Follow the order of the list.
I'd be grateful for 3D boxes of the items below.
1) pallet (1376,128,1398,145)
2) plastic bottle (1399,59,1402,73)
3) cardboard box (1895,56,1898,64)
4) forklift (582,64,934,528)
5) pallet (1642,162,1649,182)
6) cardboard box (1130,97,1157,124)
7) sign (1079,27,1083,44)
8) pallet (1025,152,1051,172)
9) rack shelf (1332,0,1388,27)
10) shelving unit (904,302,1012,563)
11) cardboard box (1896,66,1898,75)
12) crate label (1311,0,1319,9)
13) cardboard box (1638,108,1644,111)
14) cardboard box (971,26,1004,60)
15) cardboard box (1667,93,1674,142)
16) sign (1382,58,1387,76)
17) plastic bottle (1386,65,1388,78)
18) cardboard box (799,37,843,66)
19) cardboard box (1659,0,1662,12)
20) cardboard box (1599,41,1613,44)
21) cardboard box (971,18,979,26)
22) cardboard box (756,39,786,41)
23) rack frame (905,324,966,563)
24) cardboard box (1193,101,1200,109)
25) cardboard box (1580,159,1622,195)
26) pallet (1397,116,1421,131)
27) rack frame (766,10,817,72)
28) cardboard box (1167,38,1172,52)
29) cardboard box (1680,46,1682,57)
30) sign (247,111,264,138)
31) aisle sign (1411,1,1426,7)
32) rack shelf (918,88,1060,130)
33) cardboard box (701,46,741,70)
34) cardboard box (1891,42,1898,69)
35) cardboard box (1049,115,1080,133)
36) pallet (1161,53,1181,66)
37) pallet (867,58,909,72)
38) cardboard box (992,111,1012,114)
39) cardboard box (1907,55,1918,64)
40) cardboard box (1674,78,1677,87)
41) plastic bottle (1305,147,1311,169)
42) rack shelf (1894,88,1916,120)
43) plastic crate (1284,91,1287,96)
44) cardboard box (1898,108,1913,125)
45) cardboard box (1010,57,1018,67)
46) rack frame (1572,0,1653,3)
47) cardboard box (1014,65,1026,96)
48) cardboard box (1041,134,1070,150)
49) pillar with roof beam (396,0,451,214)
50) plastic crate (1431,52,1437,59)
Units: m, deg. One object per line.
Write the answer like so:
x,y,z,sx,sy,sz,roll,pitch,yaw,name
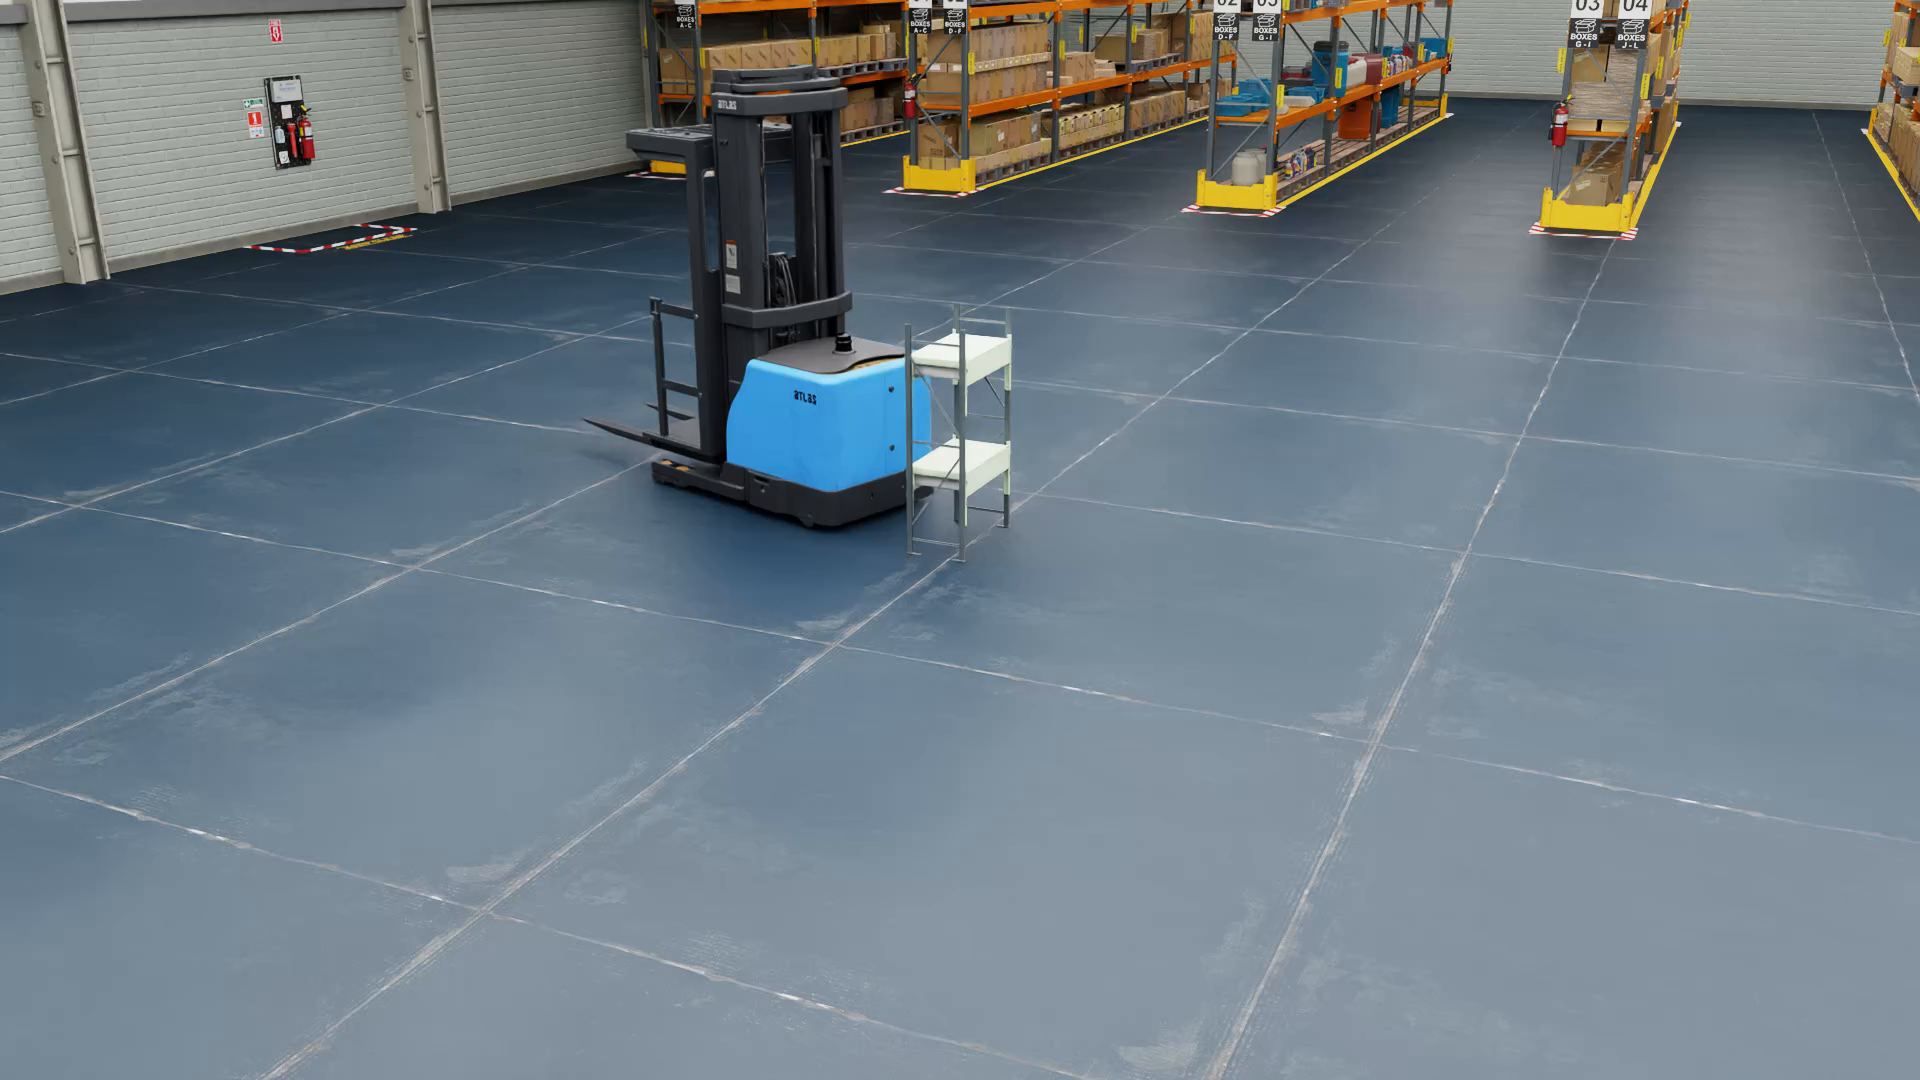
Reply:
8.251,-8.194,33.696,1.003,0.211,1.213,9,21,23,pallet
8.880,-9.624,33.738,0.152,0.276,0.135,9,21,23,plastic bottle
17.420,-8.805,30.554,0.380,0.149,0.250,8,21,22,cardboard box
-1.609,-1.862,11.830,3.031,2.935,1.130,17,26,40,forklift
11.161,-6.286,28.330,1.003,0.211,1.213,9,21,23,pallet
3.814,-9.014,34.912,0.500,0.500,0.500,8,21,22,cardboard box
2.449,-10.151,33.425,0.100,0.325,0.005,9,21,23,sign
0.946,-6.797,29.766,1.003,0.211,1.213,9,21,23,pallet
6.646,-9.353,29.388,1.077,0.370,4.000,9,21,23,rack shelf
-0.003,-0.705,10.712,0.431,1.500,0.755,9,21,23,shelving unit
17.206,-8.506,30.158,0.380,0.149,0.250,9,21,23,cardboard box
5.257,-8.315,25.617,0.502,0.251,0.408,9,21,23,crate label
9.898,-6.307,24.601,0.380,0.149,0.250,9,21,23,cardboard box
0.312,-8.256,27.623,0.700,0.500,0.500,9,21,23,cardboard box
13.013,-8.158,31.976,1.225,0.875,0.875,8,21,21,cardboard box
7.970,-8.894,31.256,0.100,0.325,0.005,9,21,23,sign
8.318,-9.170,32.450,0.061,0.283,0.133,9,21,23,plastic bottle
-2.736,-9.602,32.685,0.700,0.500,0.500,11,22,28,cardboard box
9.970,-7.840,24.285,0.500,0.250,0.500,8,21,22,cardboard box
8.907,-6.779,23.468,0.500,0.500,0.500,9,21,23,cardboard box
0.107,-11.844,38.055,0.500,0.250,0.500,9,22,24,cardboard box
-3.594,-9.204,31.446,0.500,0.500,0.500,8,21,21,cardboard box
-0.153,-0.593,10.397,0.400,1.500,0.023,9,21,23,rack frame
5.300,-10.030,38.268,0.380,0.166,0.250,9,21,23,cardboard box
9.466,-5.350,24.639,0.500,0.500,0.500,11,22,28,cardboard box
9.369,-9.029,36.042,1.003,0.211,1.213,9,21,23,pallet
-3.211,-9.027,31.874,1.000,3.000,0.127,9,21,23,rack frame
4.556,-11.029,37.354,0.500,0.500,0.500,9,21,24,cardboard box
15.303,-10.541,35.912,0.500,0.250,0.500,8,21,22,cardboard box
-9.176,-5.414,21.663,0.001,0.329,0.234,9,21,23,sign
10.499,-12.623,38.107,0.394,0.787,0.004,9,21,23,aisle sign
0.491,-7.398,28.367,1.077,0.370,4.000,9,21,23,rack shelf
-4.168,-8.350,29.047,0.500,0.500,0.500,9,21,23,cardboard box
18.464,-9.406,32.348,0.500,0.500,0.500,8,21,22,cardboard box
1.916,-7.759,30.950,0.500,0.311,0.500,8,21,22,cardboard box
4.159,-10.474,36.230,1.003,0.211,1.213,9,21,23,pallet
-1.768,-9.927,34.691,1.213,0.211,1.003,9,21,23,pallet
0.636,-7.351,29.520,0.500,0.500,0.500,9,21,23,cardboard box
16.462,-8.228,28.489,0.380,0.149,0.250,9,22,24,cardboard box
14.698,-9.368,35.378,0.875,0.875,0.875,9,21,23,cardboard box
5.748,-6.331,27.592,0.144,0.351,0.185,7,21,20,plastic bottle
17.286,-7.771,29.418,1.077,0.370,4.000,9,21,23,rack shelf
5.014,-7.191,27.029,0.450,0.188,0.662,9,21,23,plastic crate
17.133,-7.587,29.811,0.500,0.250,0.500,9,22,25,cardboard box
0.766,-8.119,28.204,0.380,0.149,0.250,9,22,24,cardboard box
8.708,-8.591,21.697,1.000,3.000,0.127,9,21,23,rack frame
0.715,-7.944,28.680,0.700,0.500,0.500,9,21,24,cardboard box
1.701,-7.340,30.607,0.500,0.250,0.500,8,21,21,cardboard box
-3.881,-8.538,21.547,9.100,9.000,0.400,9,21,23,pillar with roof beam
10.572,-10.965,37.630,0.396,0.136,0.243,9,21,23,plastic crate
